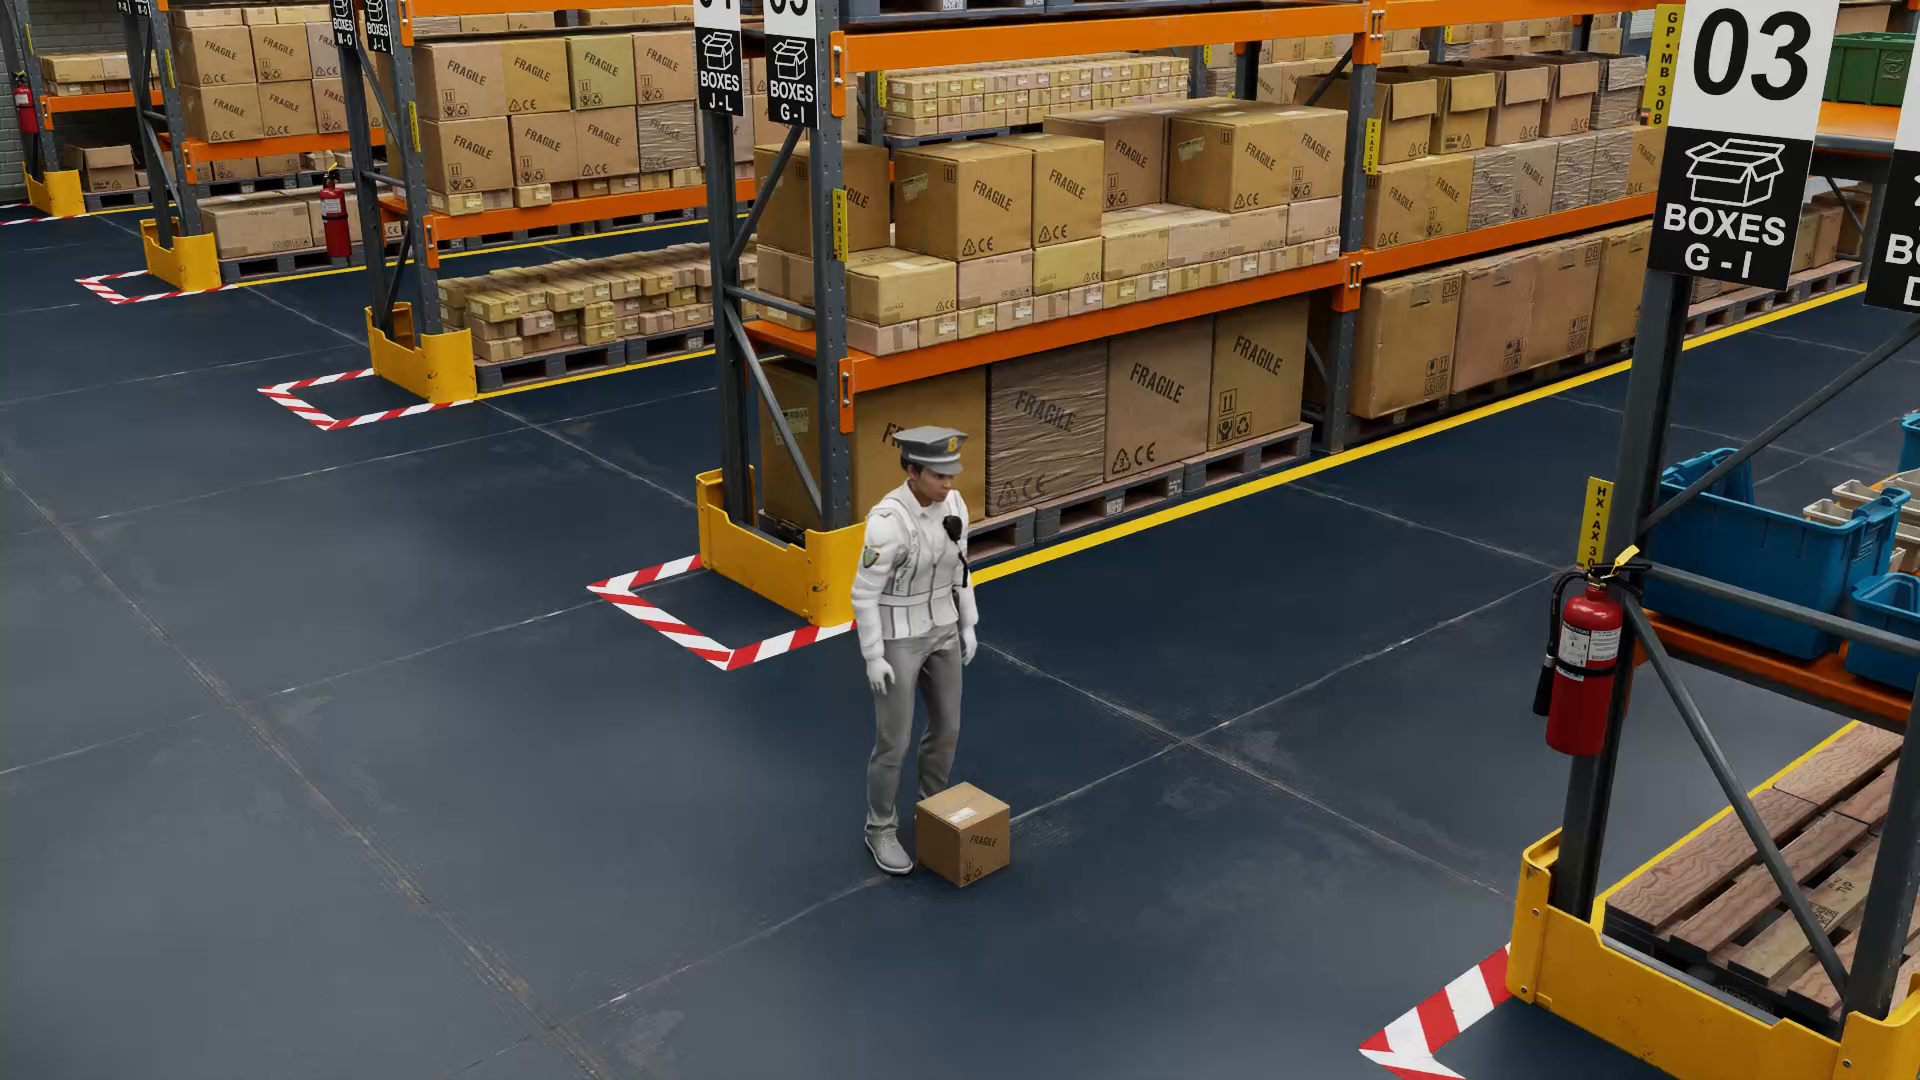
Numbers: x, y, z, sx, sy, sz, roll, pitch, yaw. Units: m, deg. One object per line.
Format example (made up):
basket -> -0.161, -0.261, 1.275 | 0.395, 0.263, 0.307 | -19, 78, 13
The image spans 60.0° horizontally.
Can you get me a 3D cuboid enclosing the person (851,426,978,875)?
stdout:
person -> -0.151, 0.374, 6.107 | 0.529, 1.663, 0.375 | -17, 27, -38
